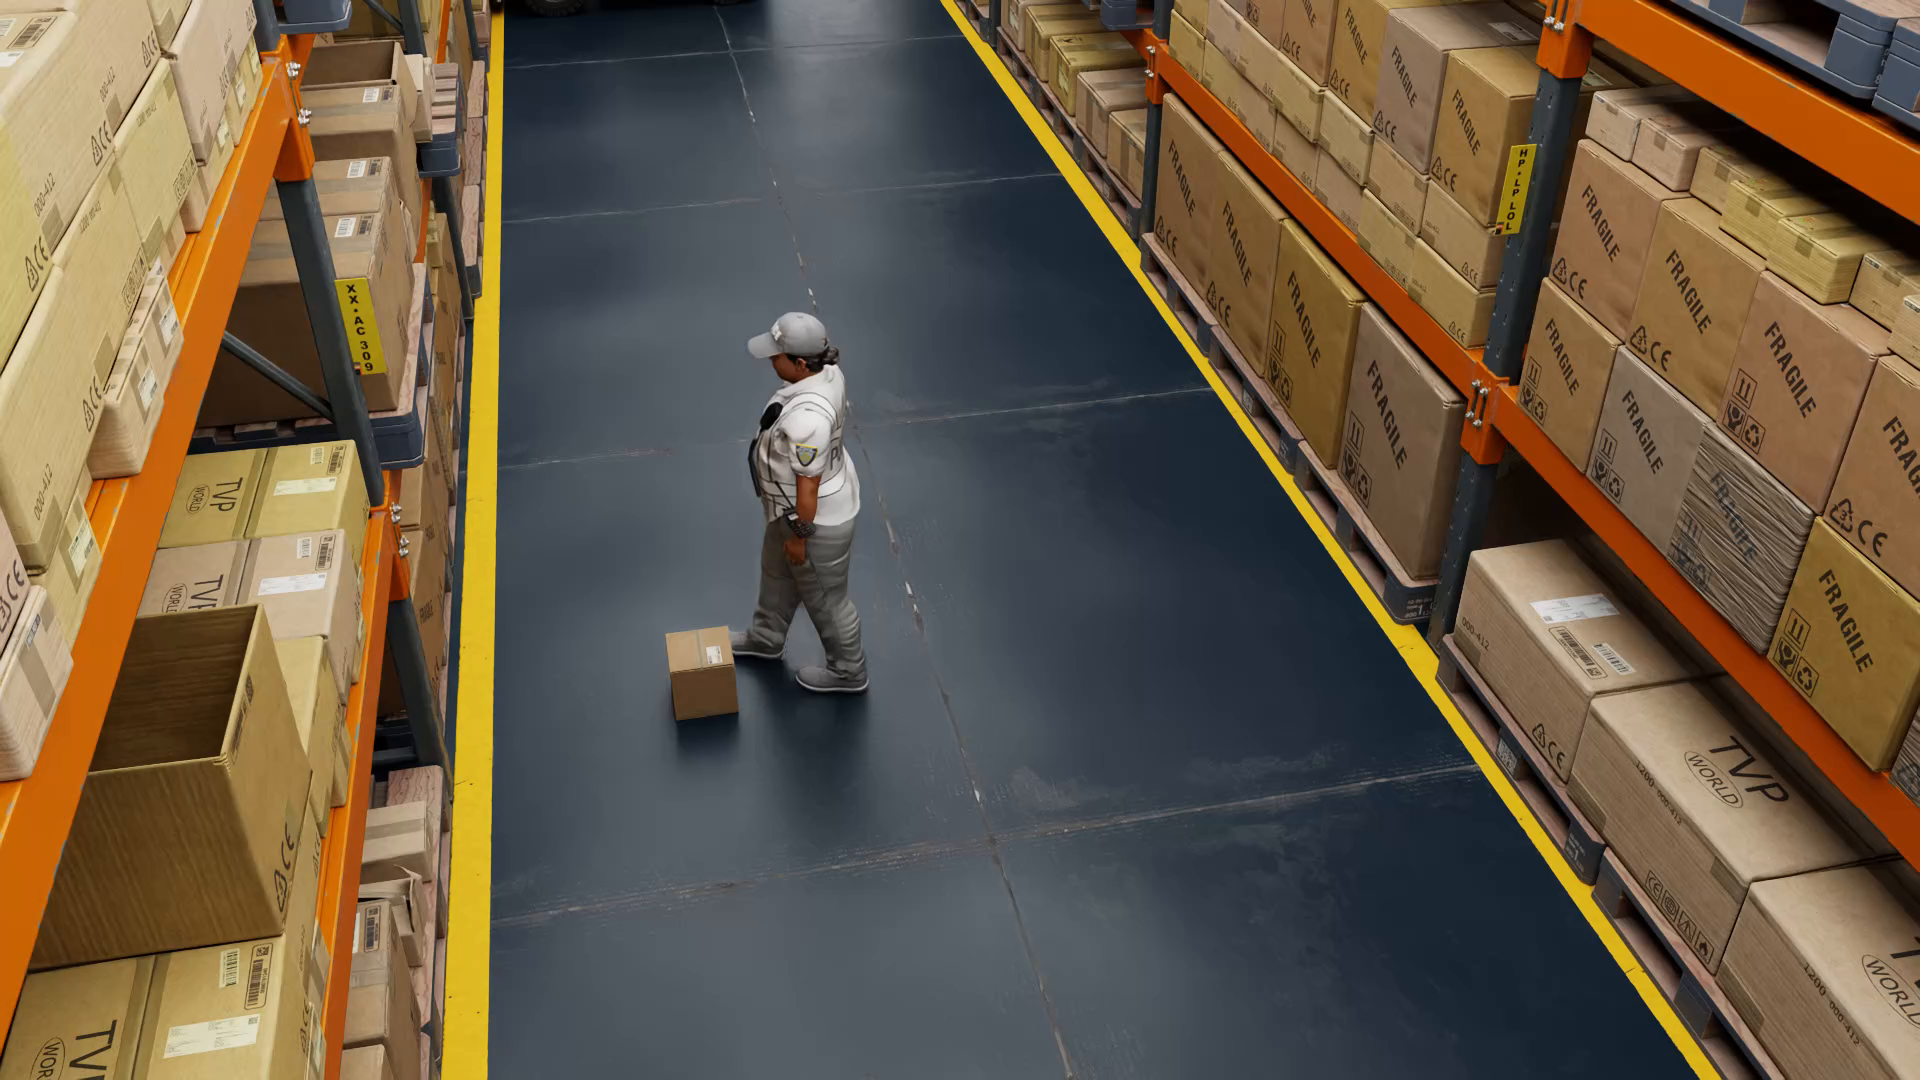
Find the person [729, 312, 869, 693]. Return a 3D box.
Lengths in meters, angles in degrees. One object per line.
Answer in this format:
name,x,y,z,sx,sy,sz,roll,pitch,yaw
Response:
person,-0.698,-0.116,6.300,0.646,1.653,0.481,-1,35,-1
